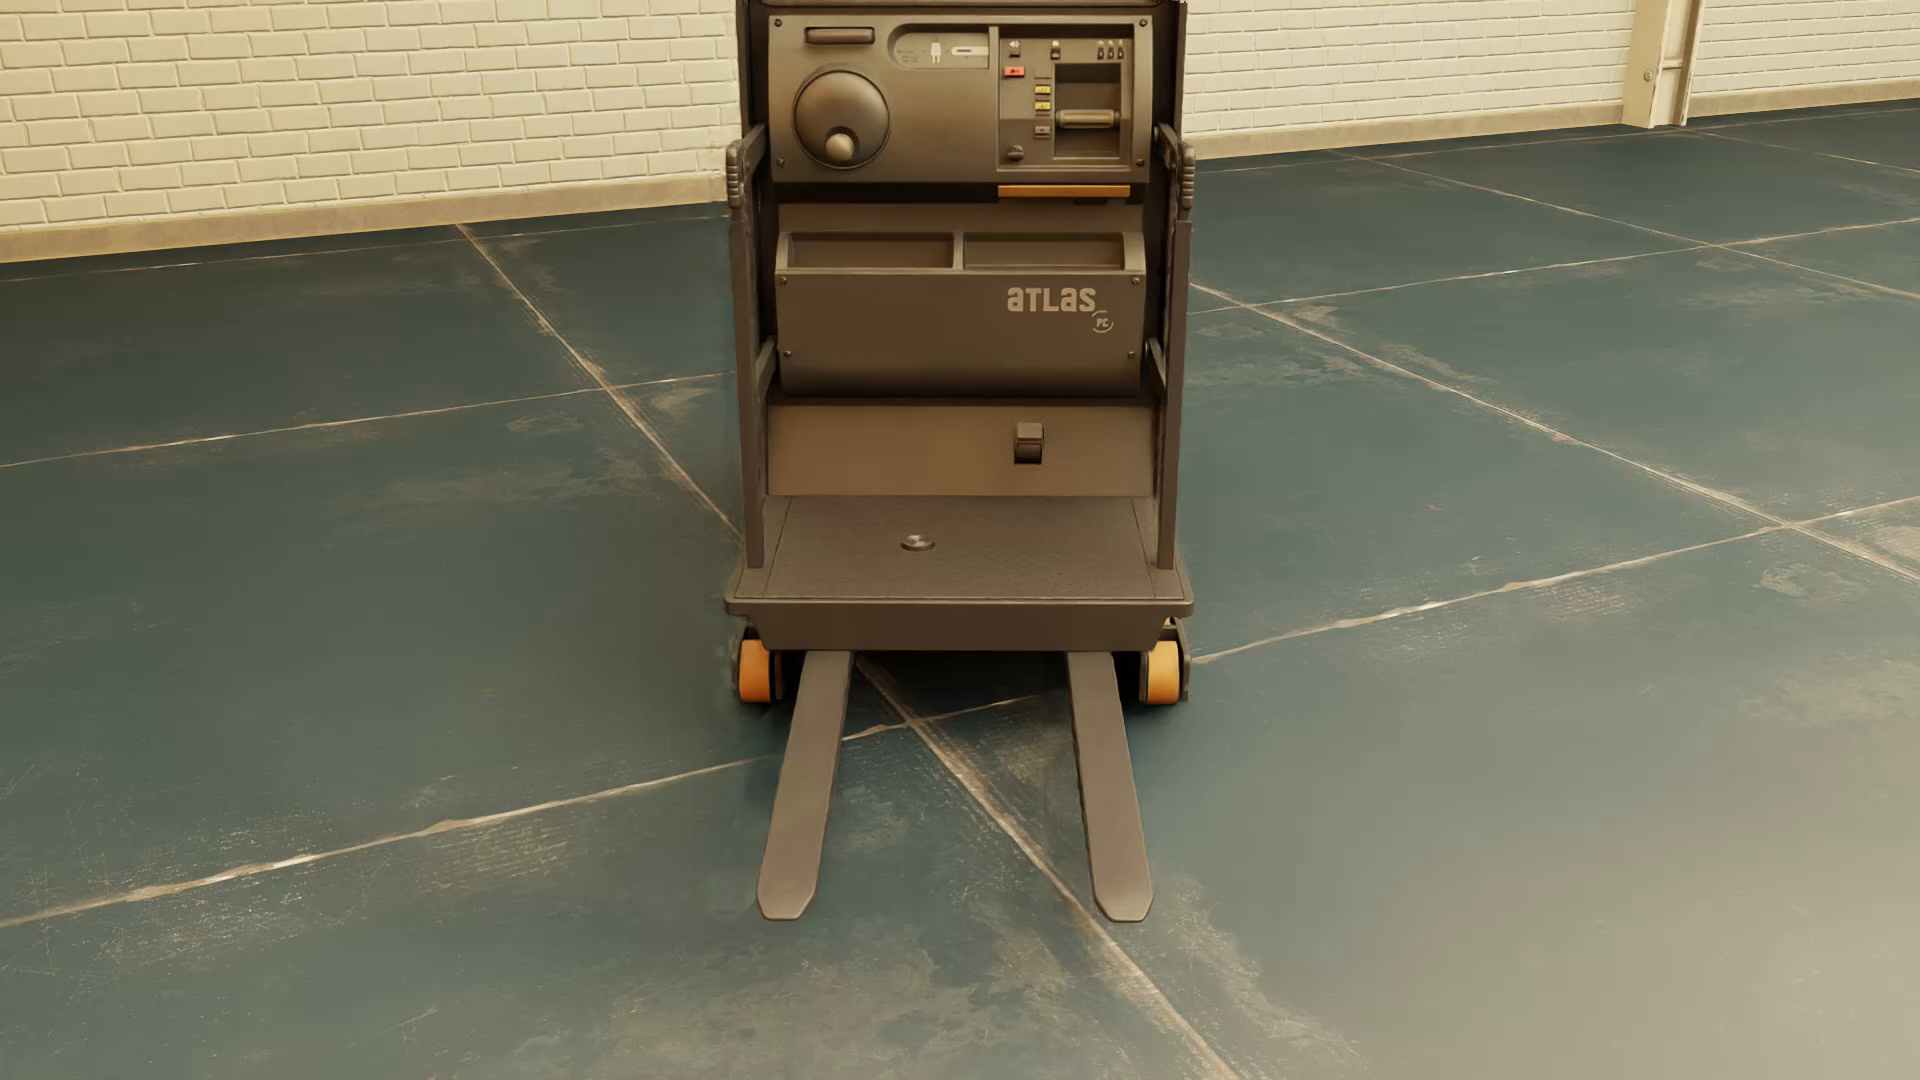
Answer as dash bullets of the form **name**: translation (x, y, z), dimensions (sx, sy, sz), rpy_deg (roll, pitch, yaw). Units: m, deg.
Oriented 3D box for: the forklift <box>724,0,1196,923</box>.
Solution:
- **forklift**: translation (0.001, -1.062, 3.843), dimensions (1.130, 2.935, 3.031), rpy_deg (0, 23, 0)
